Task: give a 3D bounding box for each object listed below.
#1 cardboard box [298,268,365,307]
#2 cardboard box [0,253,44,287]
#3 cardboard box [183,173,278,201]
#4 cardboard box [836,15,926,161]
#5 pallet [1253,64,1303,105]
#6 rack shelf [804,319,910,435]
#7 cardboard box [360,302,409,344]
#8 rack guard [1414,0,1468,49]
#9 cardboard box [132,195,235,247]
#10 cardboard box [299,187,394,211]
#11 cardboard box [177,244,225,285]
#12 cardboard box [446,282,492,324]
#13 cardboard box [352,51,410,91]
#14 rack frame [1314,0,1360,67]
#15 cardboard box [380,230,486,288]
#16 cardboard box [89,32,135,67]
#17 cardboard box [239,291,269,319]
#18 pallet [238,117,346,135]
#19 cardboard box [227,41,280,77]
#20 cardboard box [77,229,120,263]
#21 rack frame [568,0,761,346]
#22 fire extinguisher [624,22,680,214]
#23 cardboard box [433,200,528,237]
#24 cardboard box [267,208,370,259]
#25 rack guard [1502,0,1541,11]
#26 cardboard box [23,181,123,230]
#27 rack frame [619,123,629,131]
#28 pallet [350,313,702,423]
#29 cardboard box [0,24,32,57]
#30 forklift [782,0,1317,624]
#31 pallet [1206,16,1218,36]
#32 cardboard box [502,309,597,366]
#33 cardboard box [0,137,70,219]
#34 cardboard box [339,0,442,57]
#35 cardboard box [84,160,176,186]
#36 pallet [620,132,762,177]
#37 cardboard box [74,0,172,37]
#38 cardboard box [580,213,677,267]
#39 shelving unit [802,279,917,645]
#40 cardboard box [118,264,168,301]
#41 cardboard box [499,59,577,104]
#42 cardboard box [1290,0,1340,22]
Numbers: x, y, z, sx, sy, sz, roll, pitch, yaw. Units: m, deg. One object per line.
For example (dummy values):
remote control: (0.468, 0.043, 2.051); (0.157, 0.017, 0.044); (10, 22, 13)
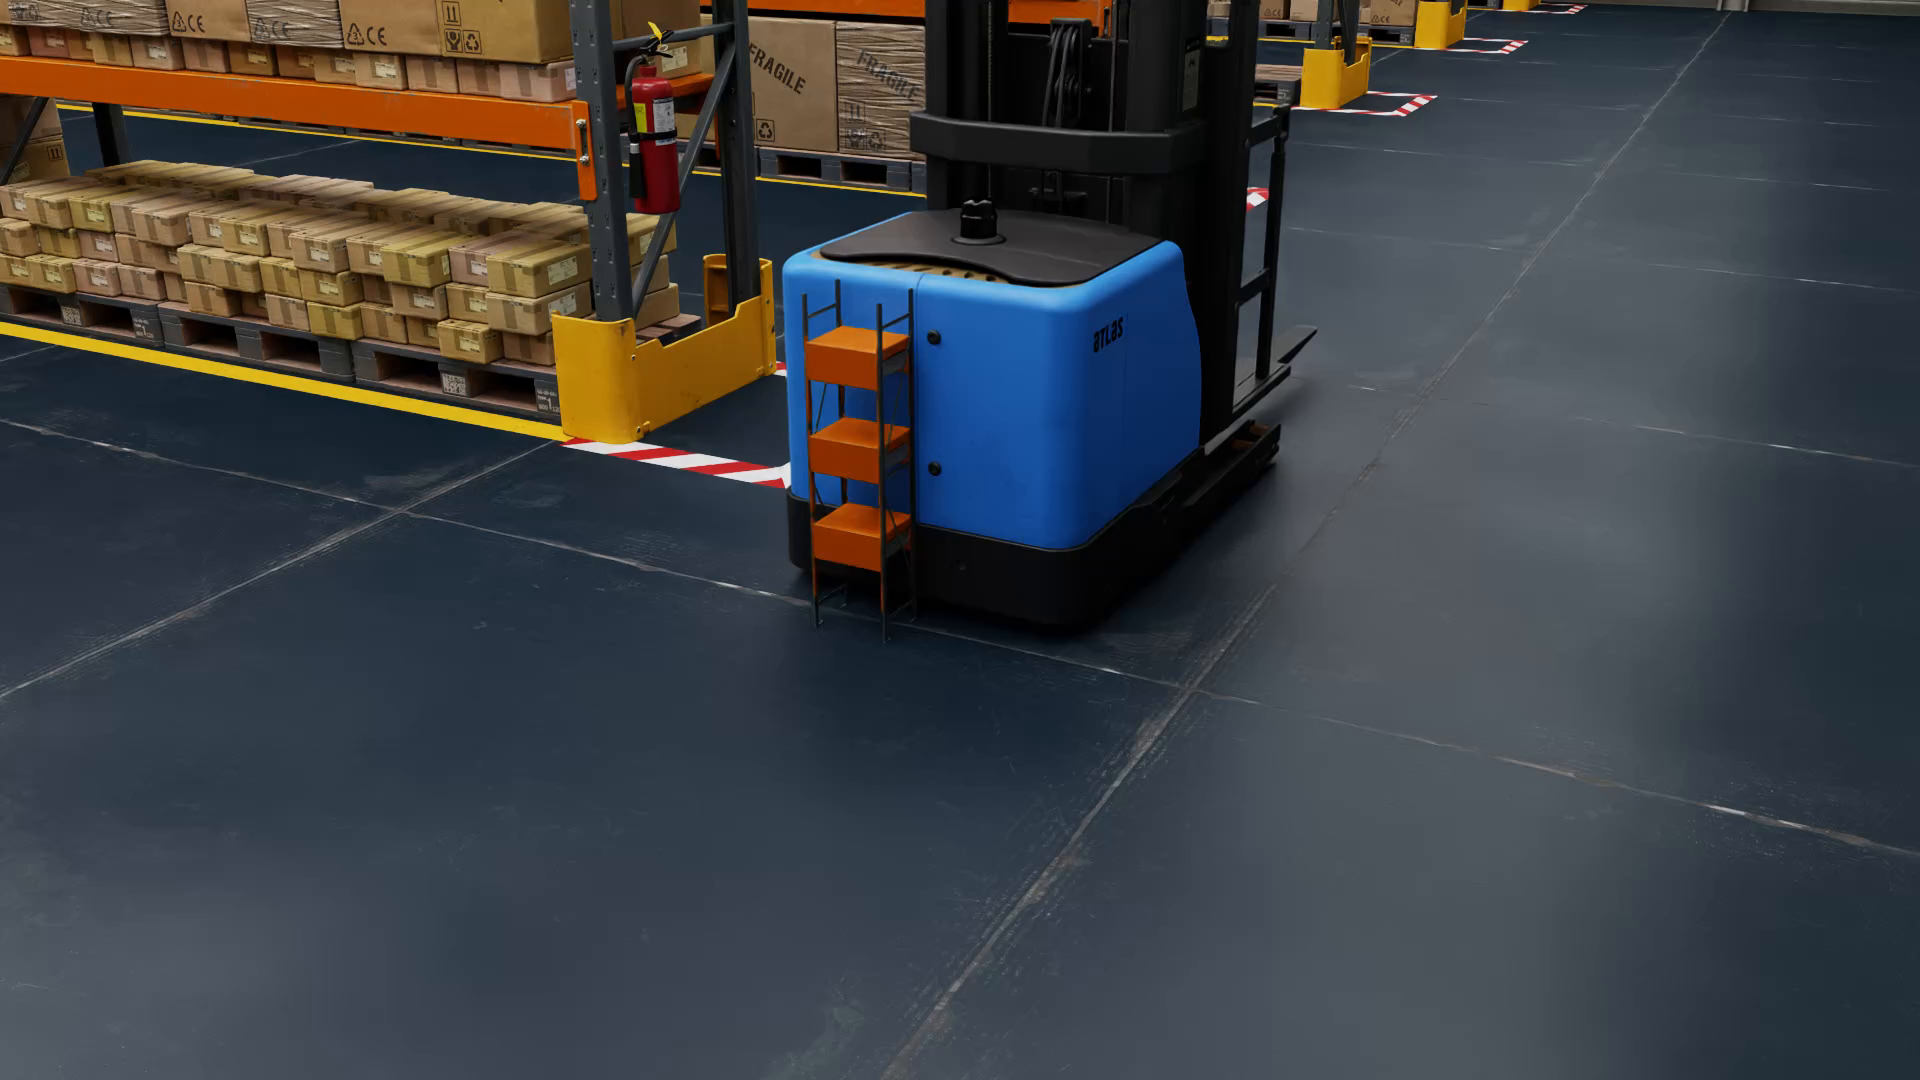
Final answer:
cardboard box: (-2.692, -1.163, 7.378); (0.250, 0.149, 0.380); (12, 26, 25)
cardboard box: (-4.549, -1.384, 8.278); (0.250, 0.149, 0.380); (10, 25, 22)
cardboard box: (-3.626, -1.717, 8.300); (0.250, 0.149, 0.380); (12, 26, 26)
cardboard box: (-0.251, -3.149, 11.499); (0.875, 0.875, 0.875); (11, 25, 25)
pallet: (2.685, -4.293, 15.575); (1.213, 0.211, 1.003); (11, 25, 25)
rack shelf: (-0.291, -0.476, 4.831); (0.240, 0.259, 0.215); (11, 26, 25)
cardboard box: (-2.422, -1.000, 7.375); (0.250, 0.149, 0.380); (11, 26, 25)
rack guard: (5.574, -6.010, 19.243); (0.348, 0.500, 1.175); (11, 25, 25)
cardboard box: (-3.615, -1.493, 7.774); (0.250, 0.149, 0.380); (12, 26, 26)
cardboard box: (-2.925, -1.576, 7.968); (0.250, 0.149, 0.380); (11, 26, 25)
cardboard box: (-3.379, -1.306, 7.714); (0.250, 0.149, 0.380); (11, 25, 24)
cardboard box: (-1.968, -1.050, 7.112); (0.250, 0.149, 0.380); (11, 25, 23)
cardboard box: (-2.252, -1.949, 6.822); (0.250, 0.149, 0.380); (12, 26, 26)
rack frame: (3.403, -5.417, 14.655); (0.127, 3.000, 1.000); (11, 25, 25)
cardboard box: (-2.233, -1.199, 7.082); (0.250, 0.149, 0.380); (11, 25, 23)
cardboard box: (-3.663, -2.234, 7.490); (0.250, 0.149, 0.380); (12, 26, 26)
cardboard box: (-3.104, -1.150, 7.726); (0.250, 0.149, 0.380); (12, 26, 26)
pallet: (-5.301, -3.651, 14.066); (1.213, 0.211, 1.003); (11, 25, 25)
cardboard box: (-2.932, -2.116, 7.213); (0.250, 0.149, 0.380); (12, 26, 25)
cardboard box: (-4.050, -1.478, 8.119); (0.250, 0.149, 0.380); (11, 25, 24)
rack frame: (-1.159, -1.973, 6.557); (0.127, 3.000, 1.000); (11, 25, 25)
fire extinguisher: (-1.143, -1.560, 6.161); (0.183, 0.674, 0.296); (11, 25, 25)
cardboard box: (-2.200, -1.450, 7.673); (0.250, 0.149, 0.380); (10, 25, 22)
cardboard box: (-2.886, -1.380, 7.508); (0.250, 0.149, 0.380); (10, 25, 23)
rack guard: (7.895, -7.723, 23.271); (0.348, 0.500, 1.175); (11, 25, 25)
cardboard box: (-4.296, -1.632, 8.100); (0.250, 0.149, 0.380); (13, 26, 27)
rack frame: (-2.401, -4.394, 12.249); (0.127, 3.000, 1.000); (11, 25, 25)
pallet: (-1.936, -0.859, 7.500); (1.213, 0.211, 1.003); (11, 25, 25)
cardboard box: (-4.360, -2.380, 7.834); (0.250, 0.149, 0.380); (12, 26, 26)
forklift: (0.582, -1.634, 5.846); (1.130, 2.935, 3.031); (12, 26, 26)
pallet: (2.685, -6.448, 20.642); (1.213, 0.211, 1.003); (11, 25, 25)
cardboard box: (-1.723, -0.874, 7.080); (0.250, 0.149, 0.380); (12, 26, 25)
cardboard box: (-5.269, -1.945, 9.149); (0.500, 0.500, 0.500); (12, 26, 27)
cardboard box: (-2.134, -2.238, 6.672); (0.500, 0.500, 0.500); (11, 25, 24)
cardboard box: (-4.294, -1.862, 8.643); (0.250, 0.149, 0.380); (12, 26, 26)
pallet: (-1.758, -2.949, 12.414); (1.213, 0.211, 1.003); (11, 25, 25)
cardboard box: (-3.523, -2.500, 7.289); (0.500, 0.500, 0.500); (11, 25, 23)
cardboard box: (-1.474, -1.339, 7.412); (0.250, 0.149, 0.380); (10, 25, 22)
shelving unit: (-0.291, -0.225, 4.938); (0.252, 1.050, 0.215); (11, 26, 25)
cardboard box: (-3.817, -1.284, 8.043); (0.250, 0.149, 0.380); (11, 25, 23)
cardboard box: (-1.578, -1.816, 6.509); (0.250, 0.149, 0.380); (11, 25, 25)
cardboard box: (4.211, -6.272, 19.616); (0.500, 0.250, 0.500); (11, 25, 25)
